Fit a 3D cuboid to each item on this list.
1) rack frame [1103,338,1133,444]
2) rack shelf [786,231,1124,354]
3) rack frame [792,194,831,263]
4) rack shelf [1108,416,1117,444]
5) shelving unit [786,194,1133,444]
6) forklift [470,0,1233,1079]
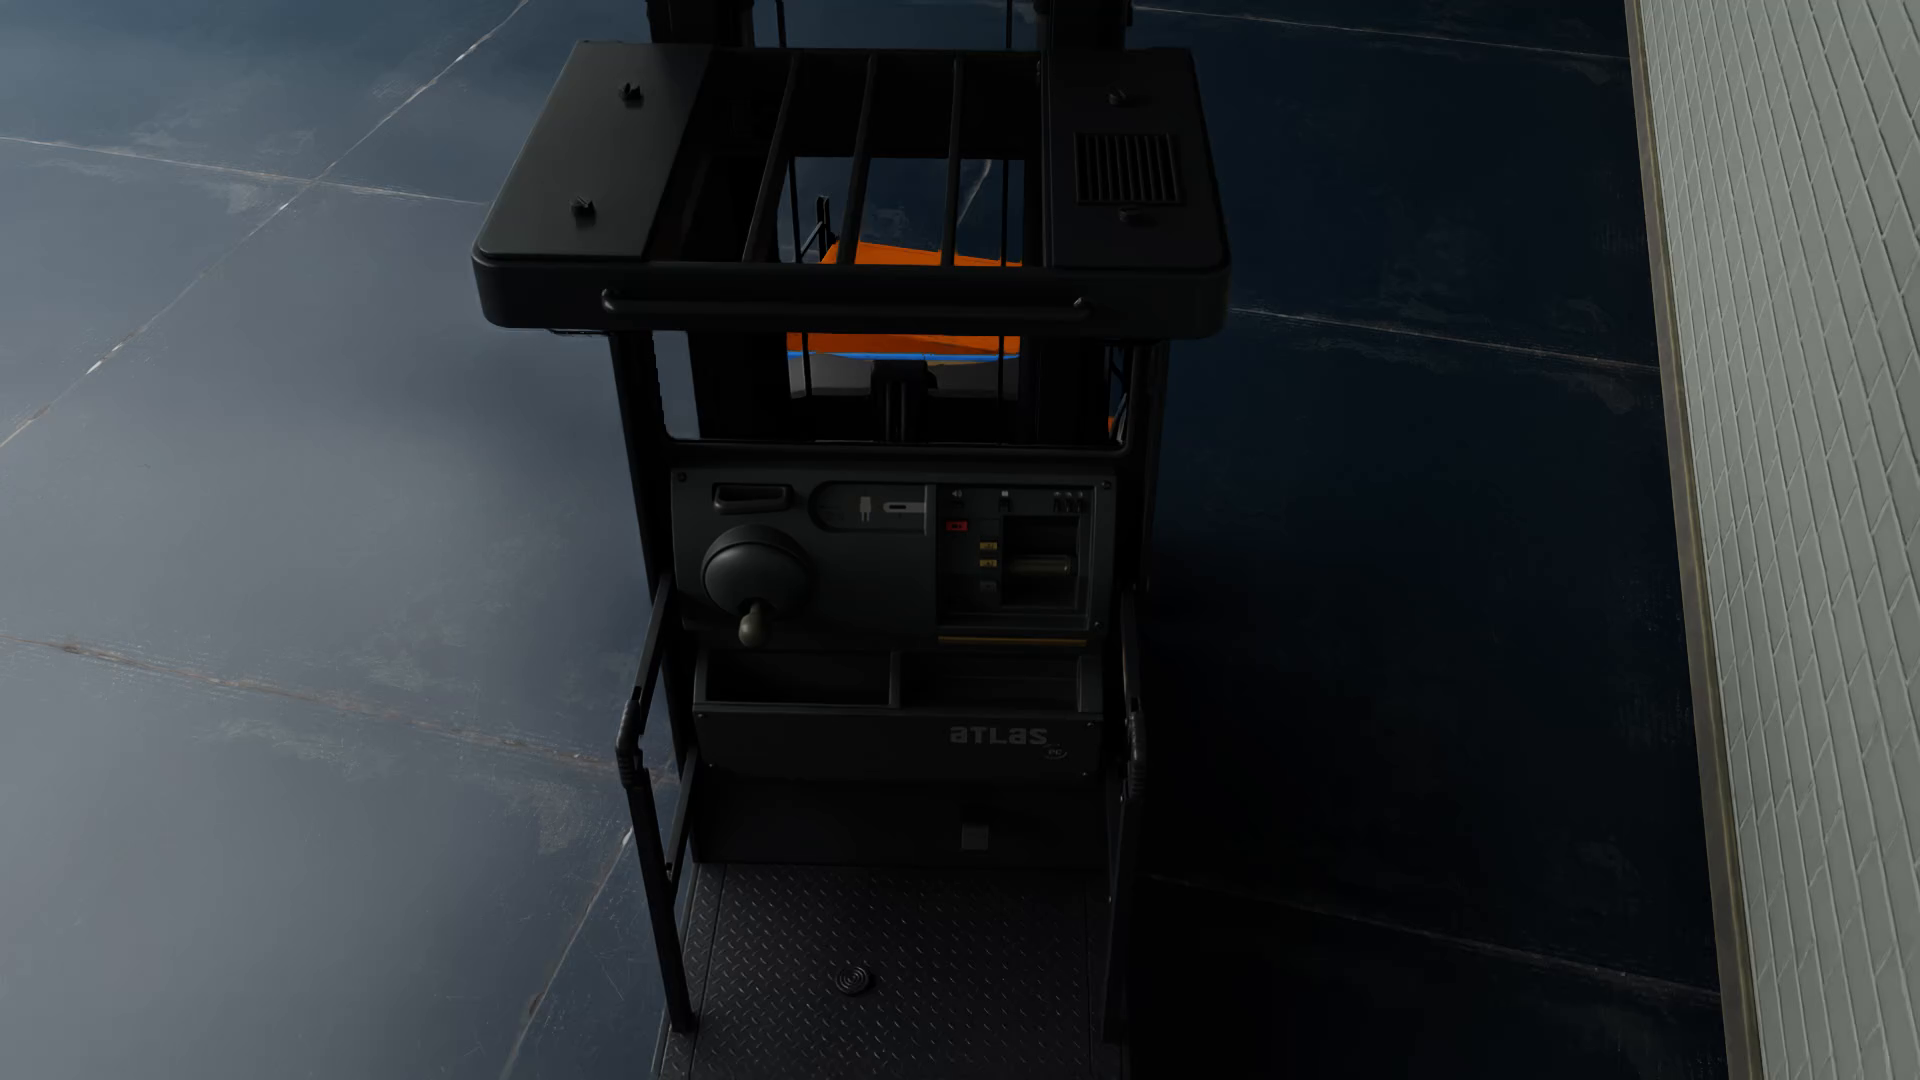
[{"bbox_3d":[0.485,-0.347,5.289,0.032,1.125,0.500,10,41,11],"label":"rack frame"},{"bbox_3d":[-0.007,-0.656,5.201,1.000,0.278,0.538,10,41,11],"label":"rack shelf"},{"bbox_3d":[-0.498,-0.516,5.490,0.032,1.125,0.500,10,41,11],"label":"rack frame"},{"bbox_3d":[-0.007,-0.245,5.547,1.000,0.278,0.538,10,41,11],"label":"rack shelf"},{"bbox_3d":[-0.007,-0.432,5.390,1.048,1.125,0.538,10,41,11],"label":"shelving unit"},{"bbox_3d":[-0.144,0.111,3.339,1.130,2.935,3.031,1,40,1],"label":"forklift"}]
